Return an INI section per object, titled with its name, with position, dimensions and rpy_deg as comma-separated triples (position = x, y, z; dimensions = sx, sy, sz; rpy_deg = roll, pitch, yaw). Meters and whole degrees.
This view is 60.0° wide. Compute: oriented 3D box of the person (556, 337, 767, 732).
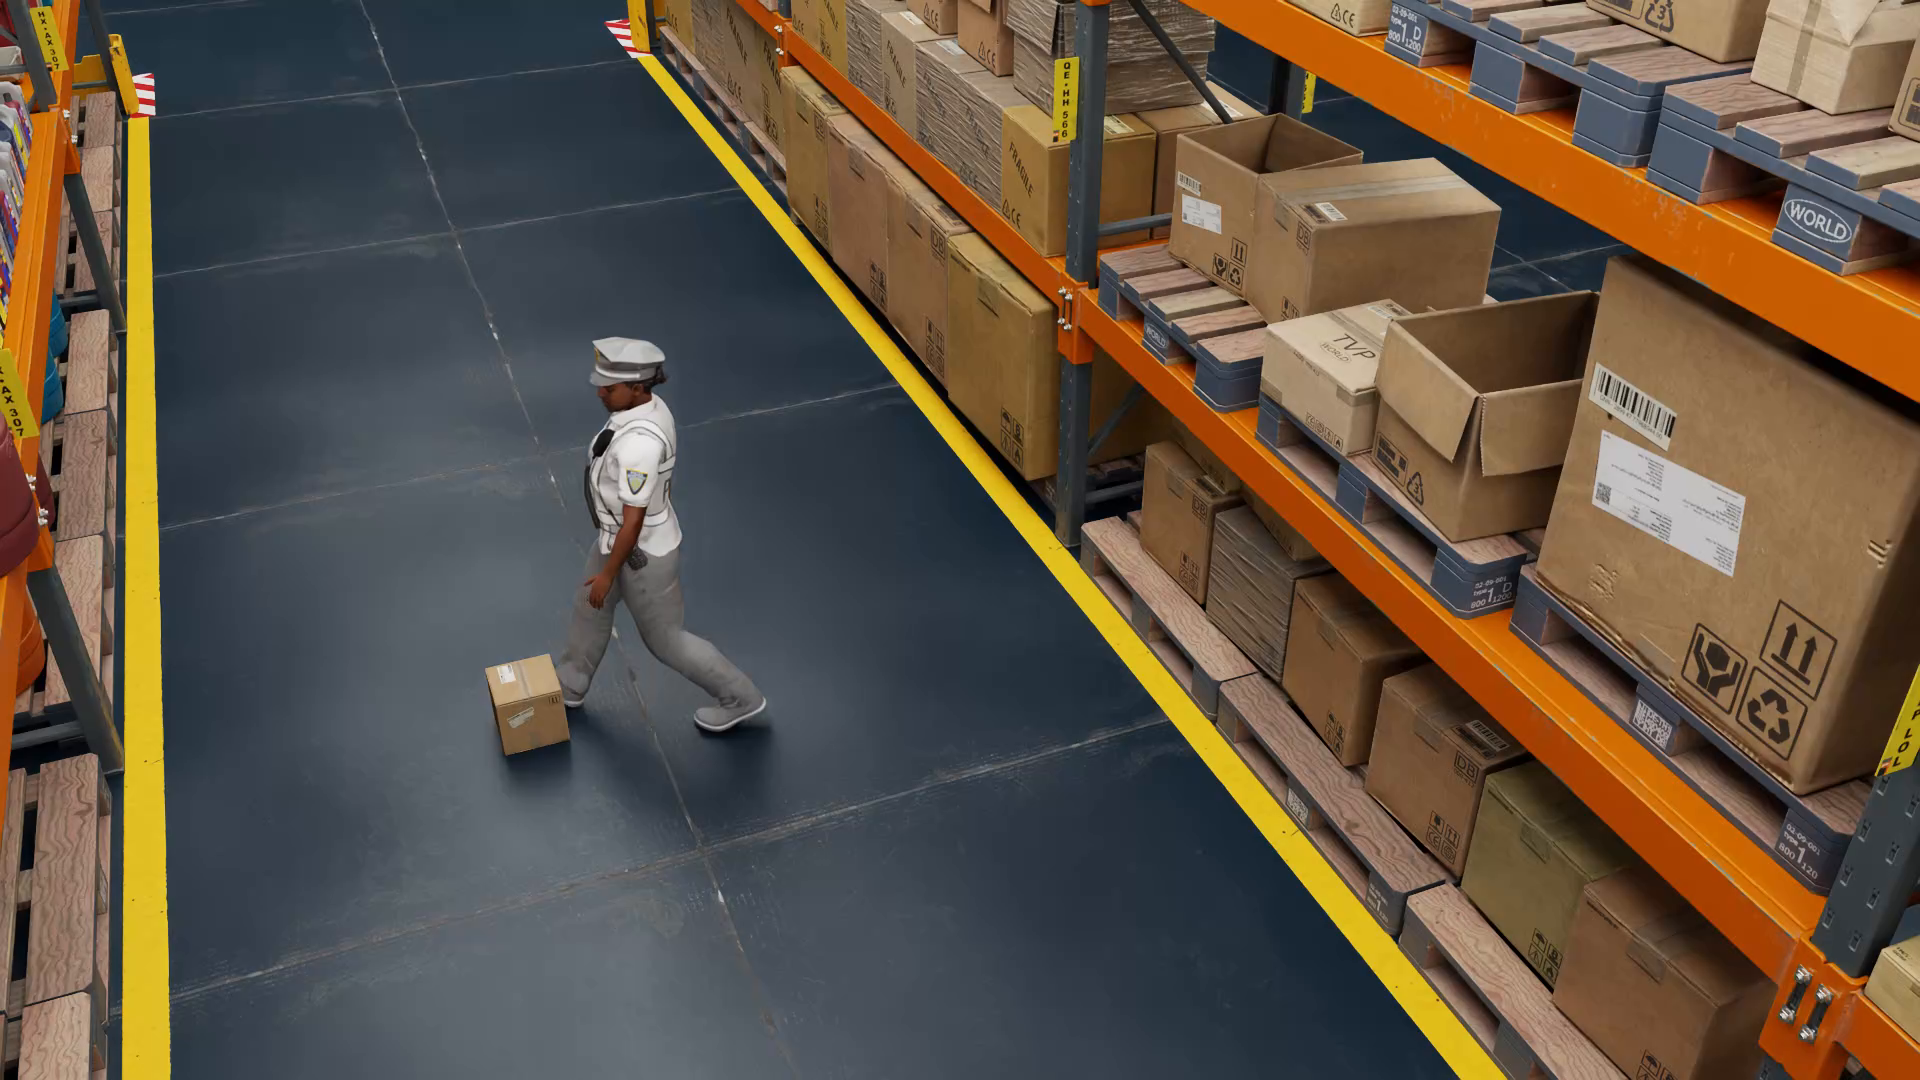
[person]
position = -1.268, 0.012, 6.140
dimensions = 0.986, 1.618, 0.480
rpy_deg = -7, 34, -10
